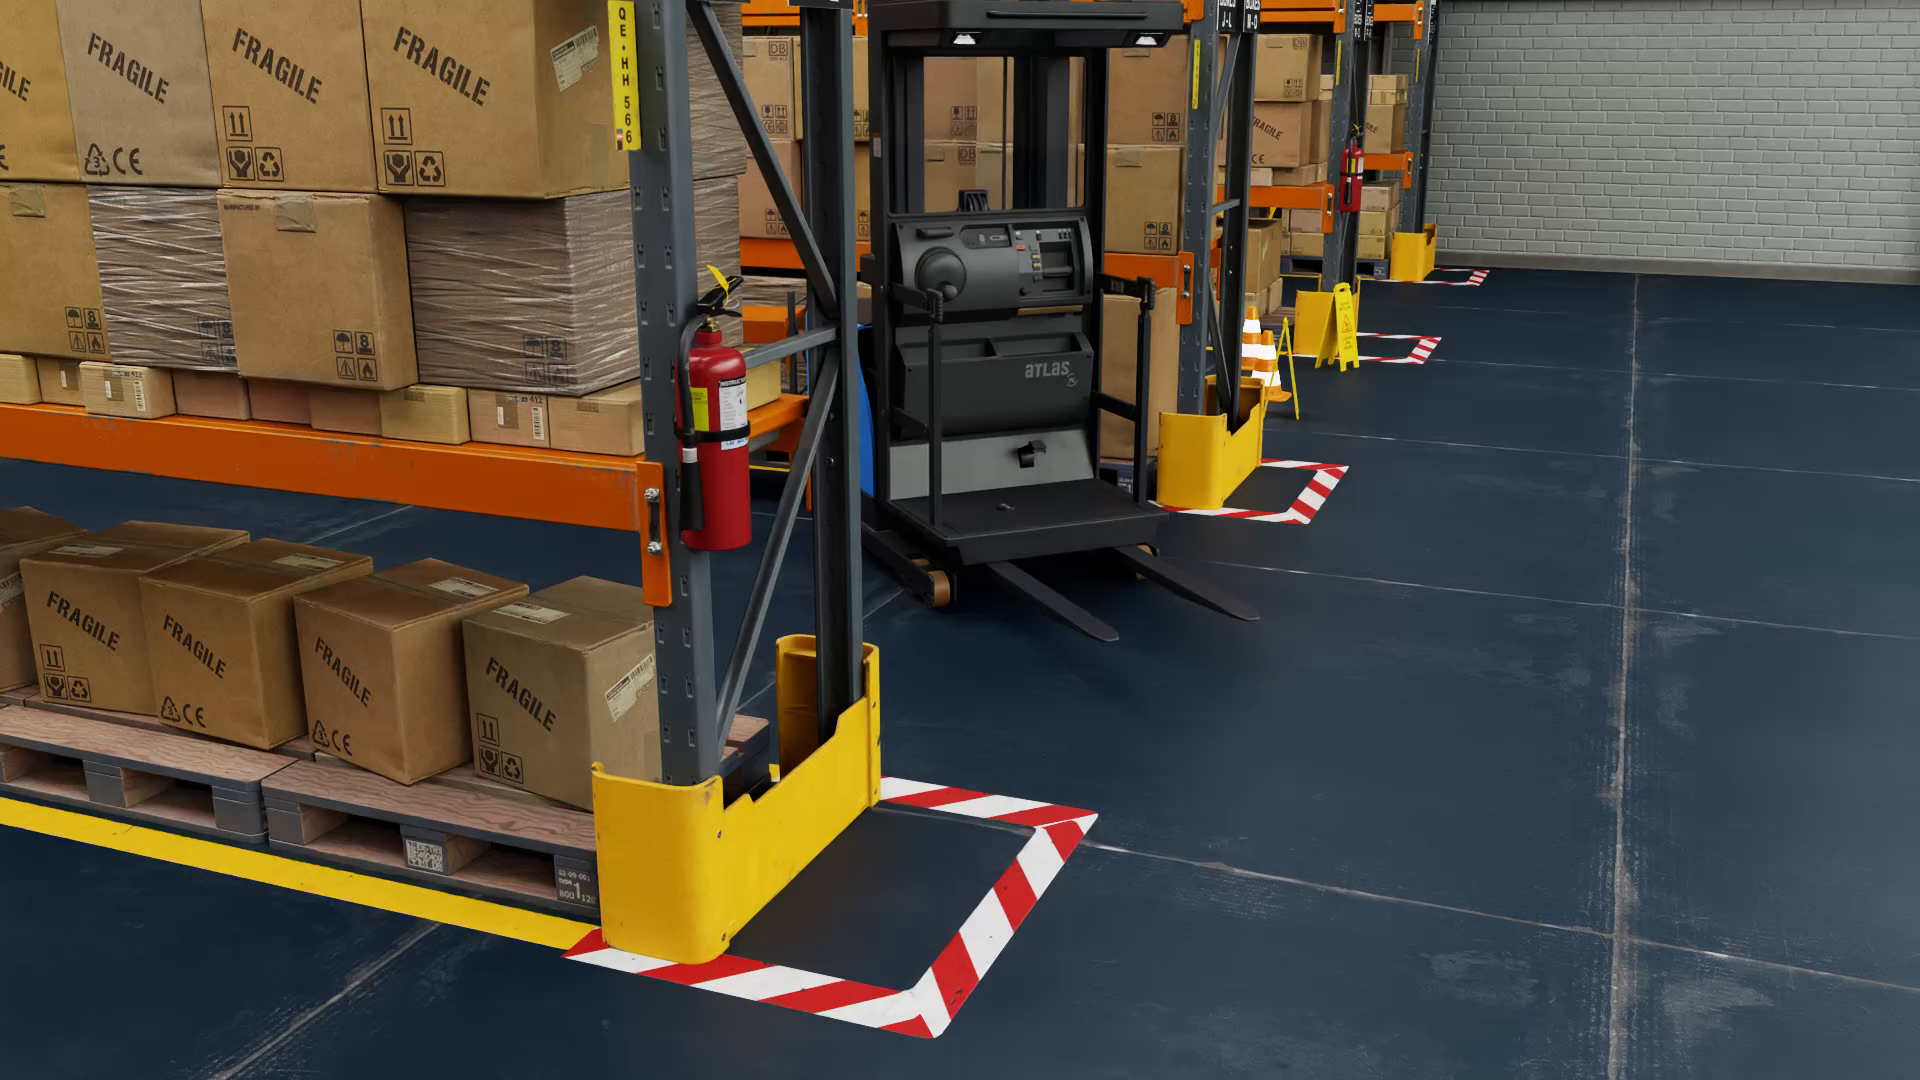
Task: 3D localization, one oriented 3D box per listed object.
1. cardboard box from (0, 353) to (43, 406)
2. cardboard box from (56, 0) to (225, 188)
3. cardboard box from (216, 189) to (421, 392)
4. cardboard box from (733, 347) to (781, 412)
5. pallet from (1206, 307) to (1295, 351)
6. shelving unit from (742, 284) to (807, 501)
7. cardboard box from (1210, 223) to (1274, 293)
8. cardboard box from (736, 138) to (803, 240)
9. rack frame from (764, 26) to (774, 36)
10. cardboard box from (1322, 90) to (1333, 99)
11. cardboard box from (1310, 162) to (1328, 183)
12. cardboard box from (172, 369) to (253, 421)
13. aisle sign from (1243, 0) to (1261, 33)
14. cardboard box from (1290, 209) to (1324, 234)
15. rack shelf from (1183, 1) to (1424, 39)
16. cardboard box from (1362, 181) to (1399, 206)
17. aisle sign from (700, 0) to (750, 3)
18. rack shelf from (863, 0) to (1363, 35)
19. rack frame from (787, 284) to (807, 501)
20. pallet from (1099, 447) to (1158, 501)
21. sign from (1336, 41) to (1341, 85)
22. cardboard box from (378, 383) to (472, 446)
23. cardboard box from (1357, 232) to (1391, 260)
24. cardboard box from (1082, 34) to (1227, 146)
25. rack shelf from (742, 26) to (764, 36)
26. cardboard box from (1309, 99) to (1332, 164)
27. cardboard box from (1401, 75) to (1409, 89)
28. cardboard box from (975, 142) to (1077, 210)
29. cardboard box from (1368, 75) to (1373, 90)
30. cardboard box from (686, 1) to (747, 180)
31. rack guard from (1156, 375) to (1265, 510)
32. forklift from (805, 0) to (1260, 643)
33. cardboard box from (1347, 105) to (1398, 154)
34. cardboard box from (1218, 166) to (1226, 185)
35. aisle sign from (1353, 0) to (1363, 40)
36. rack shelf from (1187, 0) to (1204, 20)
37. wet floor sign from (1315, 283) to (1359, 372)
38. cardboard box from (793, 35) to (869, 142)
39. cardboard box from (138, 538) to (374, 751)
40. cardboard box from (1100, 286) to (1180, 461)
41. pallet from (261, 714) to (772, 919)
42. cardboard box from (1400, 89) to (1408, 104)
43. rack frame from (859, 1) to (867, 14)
[{"bbox_3d":[-2.769,-0.524,5.050,0.250,0.149,0.380,6,17,21],"label":"cardboard box"},{"bbox_3d":[-2.072,-1.250,4.594,0.500,0.500,0.500,6,17,21],"label":"cardboard box"},{"bbox_3d":[-1.549,-0.760,4.699,0.500,0.500,0.875,6,17,21],"label":"cardboard box"},{"bbox_3d":[-0.716,-0.456,4.815,0.250,0.149,0.380,6,17,21],"label":"cardboard box"},{"bbox_3d":[2.285,-1.817,14.053,1.213,0.211,1.003,6,17,21],"label":"pallet"},{"bbox_3d":[-1.343,-0.819,8.977,1.048,1.125,0.538,2,16,7],"label":"shelving unit"},{"bbox_3d":[2.257,-2.312,13.590,0.500,0.500,0.500,6,17,21],"label":"cardboard box"},{"bbox_3d":[-1.019,-2.072,9.662,0.550,0.550,0.875,6,17,21],"label":"cardboard box"},{"bbox_3d":[-2.526,-5.162,20.575,0.127,3.000,1.000,6,17,21],"label":"rack frame"},{"bbox_3d":[4.023,-4.727,17.733,0.250,0.149,0.380,7,17,22],"label":"cardboard box"},{"bbox_3d":[2.858,-3.024,13.660,0.250,0.149,0.380,6,17,21],"label":"cardboard box"},{"bbox_3d":[-2.048,-0.464,4.843,0.250,0.149,0.380,6,17,21],"label":"cardboard box"},{"bbox_3d":[1.552,-3.081,8.743,0.004,0.787,0.394,6,17,21],"label":"aisle sign"},{"bbox_3d":[3.886,-3.488,18.089,0.500,0.250,0.500,6,17,20],"label":"cardboard box"},{"bbox_3d":[3.055,-5.643,18.142,4.000,0.370,1.077,6,17,21],"label":"rack shelf"},{"bbox_3d":[4.538,-3.803,18.279,0.500,0.250,0.500,6,17,20],"label":"cardboard box"},{"bbox_3d":[-0.591,-1.650,3.814,0.004,0.787,0.394,6,17,21],"label":"aisle sign"},{"bbox_3d":[1.238,-4.356,13.707,4.000,0.370,1.077,6,17,21],"label":"rack shelf"},{"bbox_3d":[-0.839,-0.801,8.914,0.032,1.125,0.500,2,16,7],"label":"rack frame"},{"bbox_3d":[0.603,-0.484,9.463,1.213,0.211,1.003,6,17,21],"label":"pallet"},{"bbox_3d":[2.876,-3.622,12.626,0.005,0.325,0.100,6,17,21],"label":"sign"},{"bbox_3d":[-1.363,-0.379,4.548,0.250,0.149,0.380,6,17,21],"label":"cardboard box"},{"bbox_3d":[4.363,-3.191,17.964,0.500,0.250,0.500,6,17,21],"label":"cardboard box"},{"bbox_3d":[1.045,-2.400,8.856,0.550,0.550,0.875,6,17,21],"label":"cardboard box"},{"bbox_3d":[-4.387,-6.462,20.961,4.000,0.370,1.077,6,17,21],"label":"rack shelf"},{"bbox_3d":[2.759,-3.367,13.679,0.500,0.500,0.500,6,17,20],"label":"cardboard box"},{"bbox_3d":[4.682,-4.936,17.919,0.250,0.149,0.380,6,17,20],"label":"cardboard box"},{"bbox_3d":[0.494,-1.911,9.106,0.550,0.550,0.875,6,17,21],"label":"cardboard box"},{"bbox_3d":[4.264,-4.845,17.607,0.250,0.149,0.380,6,17,21],"label":"cardboard box"},{"bbox_3d":[-0.950,-1.284,4.709,0.500,0.500,0.500,6,17,21],"label":"cardboard box"},{"bbox_3d":[1.398,-0.559,9.202,0.348,0.500,1.175,6,17,21],"label":"rack guard"},{"bbox_3d":[0.245,-1.247,7.213,1.130,2.935,3.031,-7,18,-22],"label":"forklift"},{"bbox_3d":[4.362,-4.374,17.680,0.500,0.500,0.500,6,17,19],"label":"cardboard box"},{"bbox_3d":[2.165,-2.947,13.395,0.250,0.149,0.380,6,17,20],"label":"cardboard box"},{"bbox_3d":[3.049,-4.223,12.677,0.004,0.787,0.394,6,17,21],"label":"aisle sign"},{"bbox_3d":[-0.485,-3.061,9.249,4.000,0.370,1.077,6,17,21],"label":"rack shelf"},{"bbox_3d":[2.882,-1.628,12.625,0.232,0.644,0.267,14,21,40],"label":"wet floor sign"},{"bbox_3d":[-0.513,-2.546,9.357,0.500,0.550,0.875,6,17,21],"label":"cardboard box"},{"bbox_3d":[-2.257,0.324,5.409,0.500,0.500,0.500,8,18,26],"label":"cardboard box"},{"bbox_3d":[0.721,-0.995,9.280,0.875,0.875,0.875,6,17,21],"label":"cardboard box"},{"bbox_3d":[-1.352,0.753,5.200,1.213,0.211,1.003,6,17,21],"label":"pallet"},{"bbox_3d":[4.695,-4.805,18.003,0.250,0.149,0.380,6,17,19],"label":"cardboard box"},{"bbox_3d":[-0.623,-3.465,14.729,0.127,3.000,1.000,6,17,21],"label":"rack frame"}]
